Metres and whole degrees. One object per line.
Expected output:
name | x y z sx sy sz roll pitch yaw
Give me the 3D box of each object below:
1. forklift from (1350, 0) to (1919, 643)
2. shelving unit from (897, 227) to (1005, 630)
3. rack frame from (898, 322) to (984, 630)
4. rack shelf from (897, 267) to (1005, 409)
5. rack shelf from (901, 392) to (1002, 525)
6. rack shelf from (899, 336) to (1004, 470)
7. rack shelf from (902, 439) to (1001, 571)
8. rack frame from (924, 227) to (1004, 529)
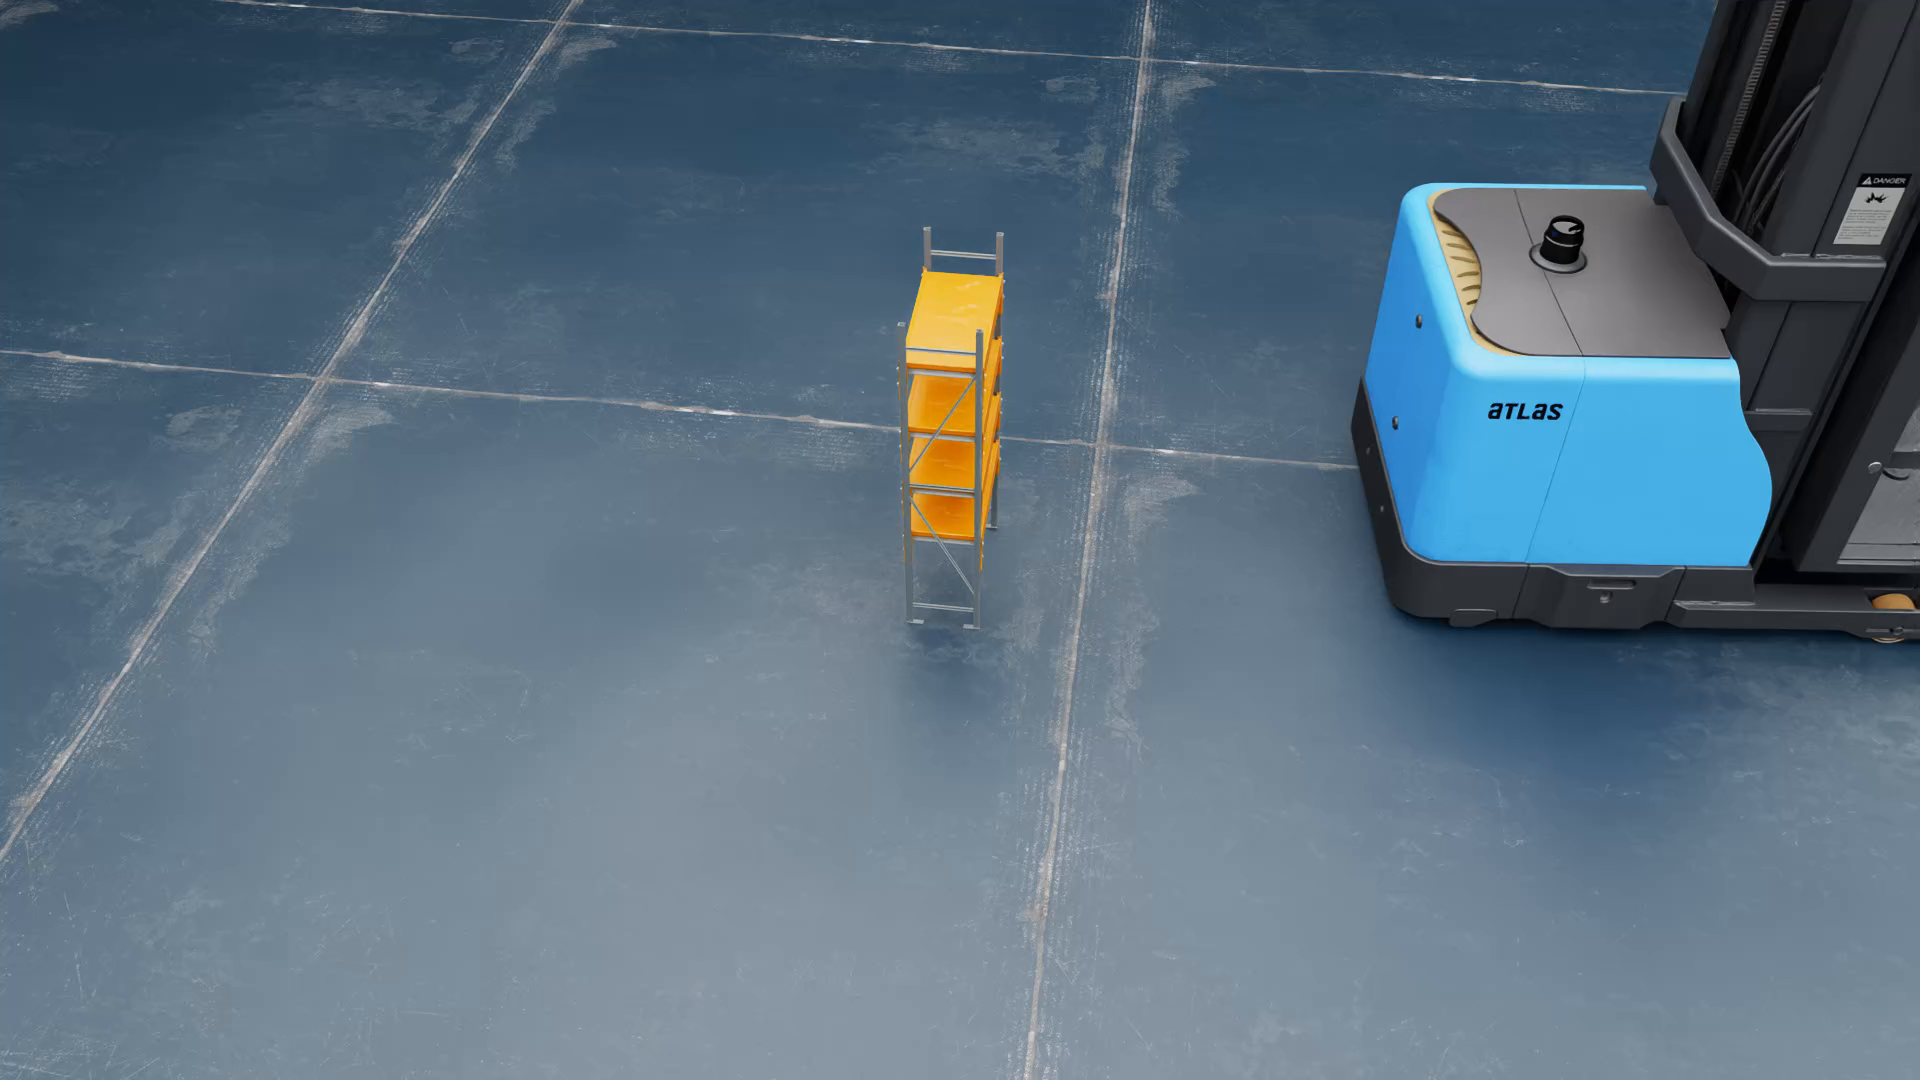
forklift | 2.930 -1.100 4.780 3.031 2.935 1.130 1 43 1
shelving unit | -0.022 -0.323 5.218 0.258 1.200 0.503 5 44 6
rack frame | -0.054 -0.157 5.043 0.240 1.200 0.015 5 44 6
rack shelf | -0.022 -0.608 4.948 0.258 0.148 0.480 5 44 6
rack shelf | -0.022 -0.274 5.265 0.258 0.148 0.480 5 44 6
rack shelf | -0.022 -0.436 5.111 0.258 0.148 0.480 5 44 6
rack shelf | -0.022 -0.130 5.401 0.258 0.148 0.480 5 44 6
rack frame | 0.010 -0.489 5.394 0.240 1.200 0.015 5 44 6
